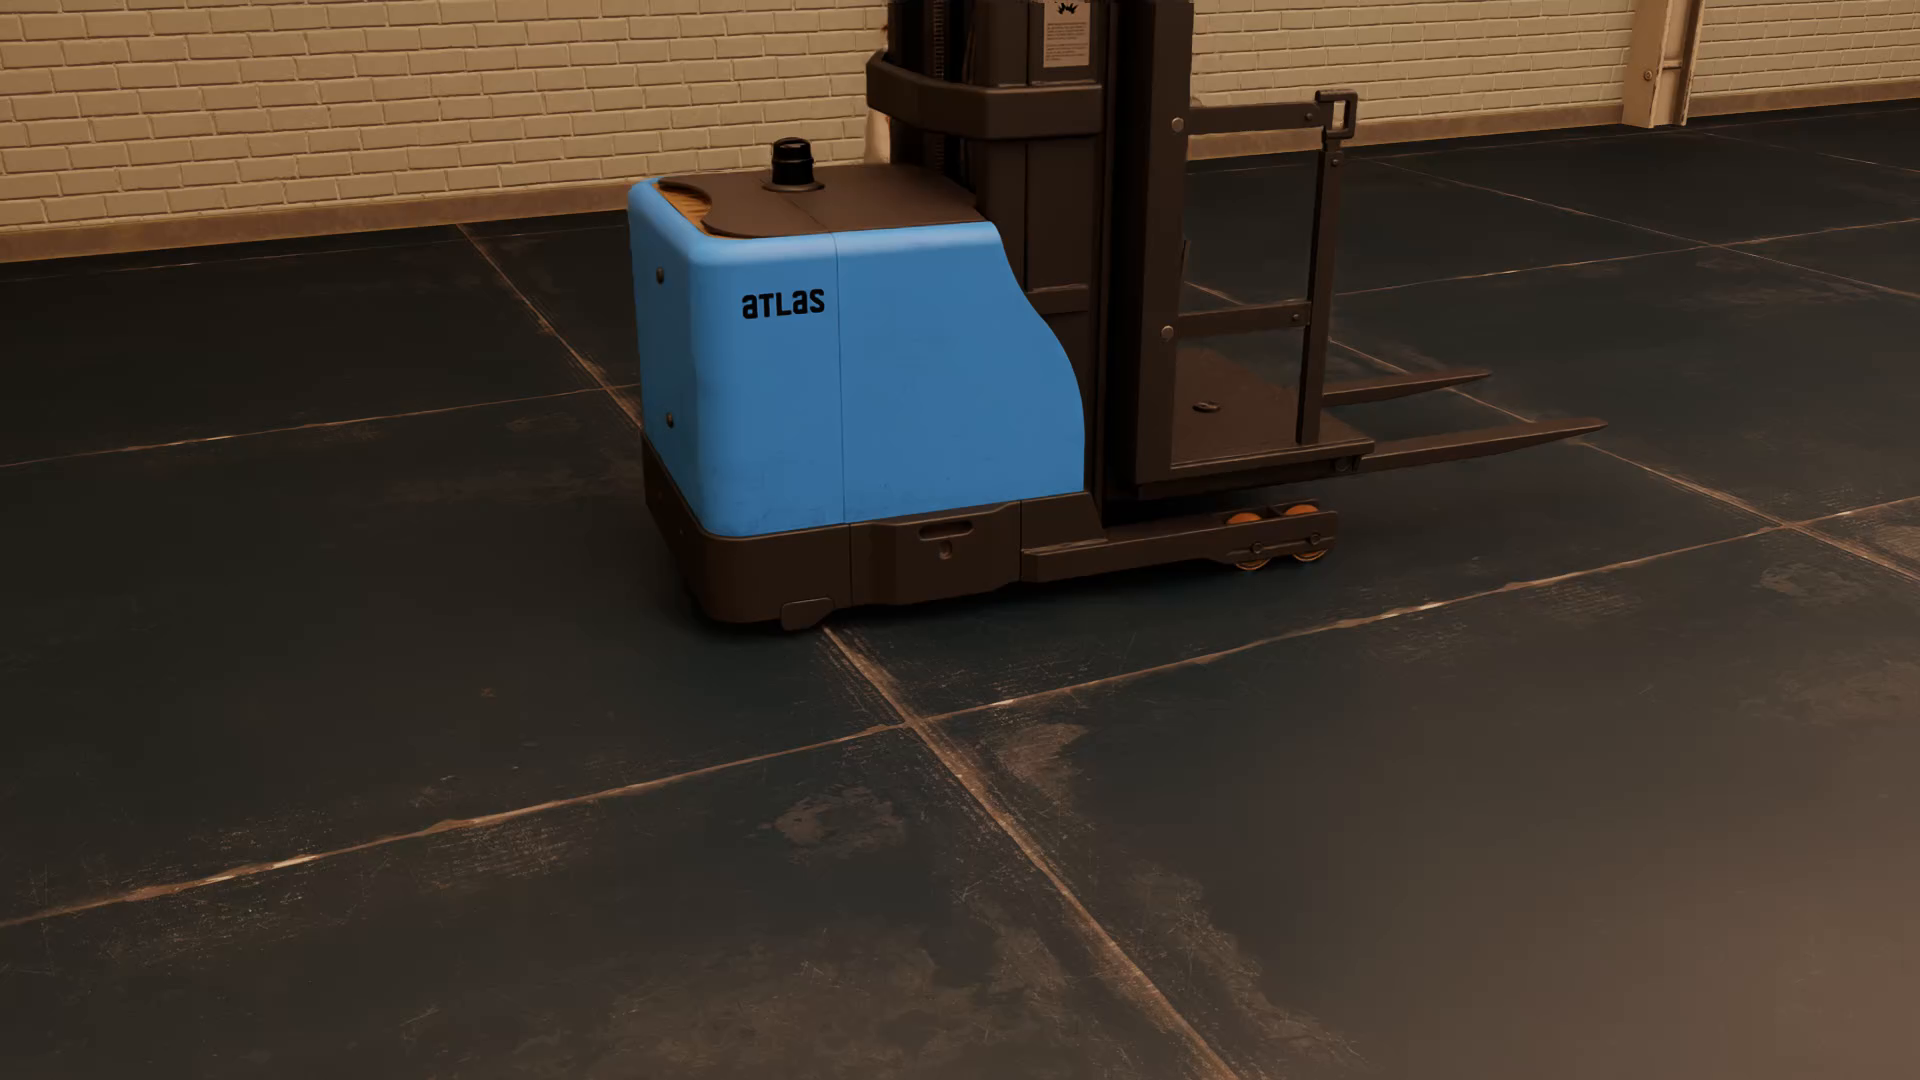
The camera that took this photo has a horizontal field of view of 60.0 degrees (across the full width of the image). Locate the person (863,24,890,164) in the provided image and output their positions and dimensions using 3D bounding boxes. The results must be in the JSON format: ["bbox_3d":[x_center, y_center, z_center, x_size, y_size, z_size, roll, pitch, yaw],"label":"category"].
[{"bbox_3d":[-0.127,-1.751,7.495,0.616,1.445,0.687,-8,24,-17],"label":"person"}]

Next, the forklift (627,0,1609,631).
[{"bbox_3d":[0.590,-1.445,4.766,3.031,2.935,1.130,-8,24,-19],"label":"forklift"}]
